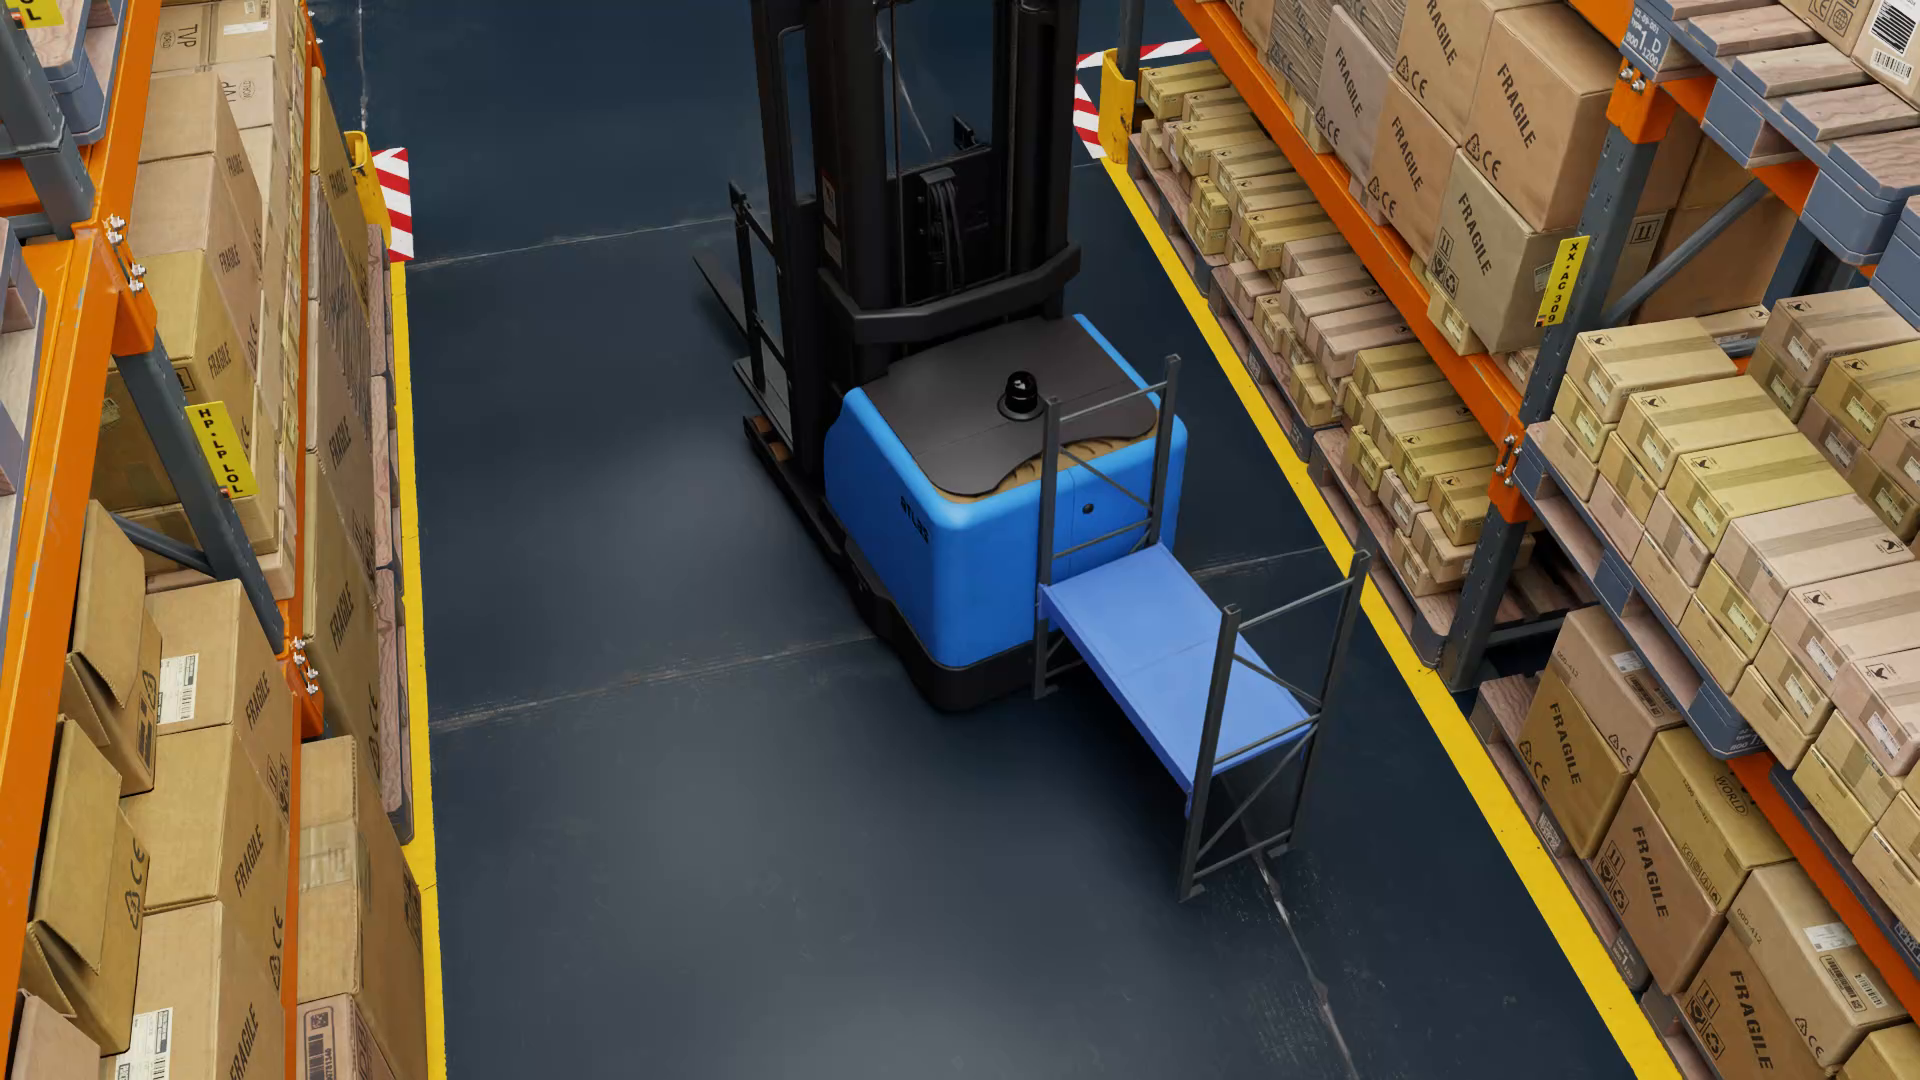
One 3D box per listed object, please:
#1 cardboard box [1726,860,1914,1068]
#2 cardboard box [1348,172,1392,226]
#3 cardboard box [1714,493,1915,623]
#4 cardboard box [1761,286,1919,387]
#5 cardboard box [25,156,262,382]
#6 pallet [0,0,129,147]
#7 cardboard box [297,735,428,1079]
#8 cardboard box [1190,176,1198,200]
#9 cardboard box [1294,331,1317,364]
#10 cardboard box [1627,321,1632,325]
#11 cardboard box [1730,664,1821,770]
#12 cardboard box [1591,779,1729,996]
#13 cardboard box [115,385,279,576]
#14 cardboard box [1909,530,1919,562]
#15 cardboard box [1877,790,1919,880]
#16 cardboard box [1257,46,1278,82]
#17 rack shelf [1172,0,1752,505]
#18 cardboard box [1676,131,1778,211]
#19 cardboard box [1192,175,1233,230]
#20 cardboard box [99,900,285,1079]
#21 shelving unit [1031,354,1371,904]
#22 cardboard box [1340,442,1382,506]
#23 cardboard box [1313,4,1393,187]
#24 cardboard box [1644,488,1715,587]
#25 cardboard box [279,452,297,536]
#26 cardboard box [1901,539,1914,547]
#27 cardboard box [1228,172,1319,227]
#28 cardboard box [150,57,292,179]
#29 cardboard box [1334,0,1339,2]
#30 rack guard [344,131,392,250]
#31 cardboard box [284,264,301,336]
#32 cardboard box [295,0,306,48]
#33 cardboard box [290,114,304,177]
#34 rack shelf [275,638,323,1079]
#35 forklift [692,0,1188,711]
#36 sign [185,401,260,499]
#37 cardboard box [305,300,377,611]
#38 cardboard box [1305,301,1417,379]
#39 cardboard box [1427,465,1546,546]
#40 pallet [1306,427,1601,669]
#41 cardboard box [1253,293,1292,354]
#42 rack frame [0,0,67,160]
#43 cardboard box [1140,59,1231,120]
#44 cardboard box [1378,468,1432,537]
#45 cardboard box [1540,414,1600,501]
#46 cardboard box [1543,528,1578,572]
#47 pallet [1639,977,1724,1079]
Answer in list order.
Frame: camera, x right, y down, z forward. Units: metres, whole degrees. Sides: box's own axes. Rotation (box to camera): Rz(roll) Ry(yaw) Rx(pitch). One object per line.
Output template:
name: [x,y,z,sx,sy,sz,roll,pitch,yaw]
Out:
cardboard box: [2.557,1.158,4.697,0.500,0.250,0.500,-9,46,-9]
cardboard box: [1.736,-1.371,6.420,0.380,0.149,0.250,-13,47,-12]
cardboard box: [2.216,0.044,4.323,0.380,0.149,0.250,-11,47,-11]
cardboard box: [2.649,-0.612,4.966,0.380,0.149,0.250,-9,46,-8]
cardboard box: [-2.457,-0.782,5.039,0.500,0.500,0.500,-11,47,-10]
pallet: [-2.662,-1.335,4.171,1.003,0.211,1.213,-11,47,-10]
cardboard box: [-2.279,1.286,4.834,1.225,0.875,0.875,-11,47,-10]
cardboard box: [1.375,-1.741,8.309,0.380,0.149,0.250,-10,46,-10]
cardboard box: [1.700,-0.917,7.293,0.380,0.149,0.250,-13,47,-12]
cardboard box: [2.464,-0.919,5.977,0.380,0.149,0.250,-9,46,-9]
cardboard box: [2.280,0.423,4.367,0.380,0.149,0.250,-13,47,-12]
cardboard box: [2.428,1.065,5.313,0.500,0.500,0.500,-9,46,-9]
cardboard box: [-2.330,-0.173,4.967,0.500,0.250,0.500,-11,47,-11]
cardboard box: [2.854,0.031,4.544,0.380,0.149,0.250,-12,47,-12]
cardboard box: [2.417,0.686,3.902,0.380,0.149,0.250,-12,47,-11]
cardboard box: [1.503,-2.092,7.126,0.380,0.149,0.250,-12,47,-11]
rack shelf: [1.846,-1.715,7.085,1.077,0.370,4.000,-11,47,-10]
cardboard box: [2.478,-1.432,5.325,0.500,0.500,0.500,-10,46,-9]
cardboard box: [1.344,-1.643,8.005,0.380,0.149,0.250,-9,46,-9]
cardboard box: [-1.818,1.191,3.663,0.500,0.500,0.500,-11,47,-11]
shelving unit: [0.738,0.322,5.635,0.538,1.500,1.048,-21,49,-19]
cardboard box: [1.813,-0.309,6.906,0.380,0.149,0.250,-12,47,-12]
cardboard box: [1.703,-1.710,6.298,0.500,0.500,0.500,-11,47,-11]
cardboard box: [2.149,-0.037,4.610,0.380,0.149,0.250,-10,46,-9]
cardboard box: [-2.284,-0.108,5.182,0.380,0.149,0.250,-12,47,-12]
cardboard box: [2.780,-0.056,4.837,0.380,0.149,0.250,-11,47,-10]
cardboard box: [1.473,-1.567,7.721,0.380,0.149,0.250,-9,46,-9]
cardboard box: [-2.846,-1.575,6.341,0.500,0.250,0.500,-12,47,-12]
cardboard box: [1.573,-2.417,6.291,0.500,0.500,0.500,-12,47,-12]
rack guard: [-3.493,-1.653,8.270,1.175,0.500,0.348,-11,47,-10]
cardboard box: [-2.549,-0.821,5.881,0.380,0.149,0.250,-10,46,-10]
cardboard box: [-3.077,-2.237,7.269,0.380,0.149,0.250,-10,46,-10]
cardboard box: [-2.814,-1.532,6.578,0.380,0.149,0.250,-12,47,-11]
rack shelf: [-1.951,1.883,3.559,1.077,0.370,4.000,-11,47,-10]
forklift: [-0.300,-1.435,6.355,1.130,2.935,3.031,-21,49,-19]
sign: [-1.940,-0.233,4.373,0.100,0.325,0.005,-11,47,-10]
cardboard box: [-2.785,-0.244,6.334,0.875,0.875,0.875,-11,47,-10]
cardboard box: [1.691,-0.845,7.014,0.380,0.149,0.250,-13,47,-12]
cardboard box: [2.015,-0.142,6.325,0.380,0.149,0.250,-9,46,-9]
pallet: [2.152,-0.068,6.919,1.003,0.211,1.213,-11,47,-10]
cardboard box: [1.568,-1.011,7.594,0.380,0.149,0.250,-11,47,-10]
rack frame: [-2.463,-1.849,2.512,1.000,3.000,0.127,-11,47,-10]
cardboard box: [1.140,-2.282,8.422,0.380,0.149,0.250,-13,47,-12]
cardboard box: [1.889,-0.184,6.574,0.380,0.149,0.250,-13,47,-12]
cardboard box: [2.014,-0.289,5.066,0.380,0.149,0.250,-13,47,-12]
cardboard box: [2.575,-0.046,6.647,0.380,0.149,0.250,-13,47,-12]
pallet: [2.875,1.771,5.118,1.003,0.211,1.213,-11,47,-10]
